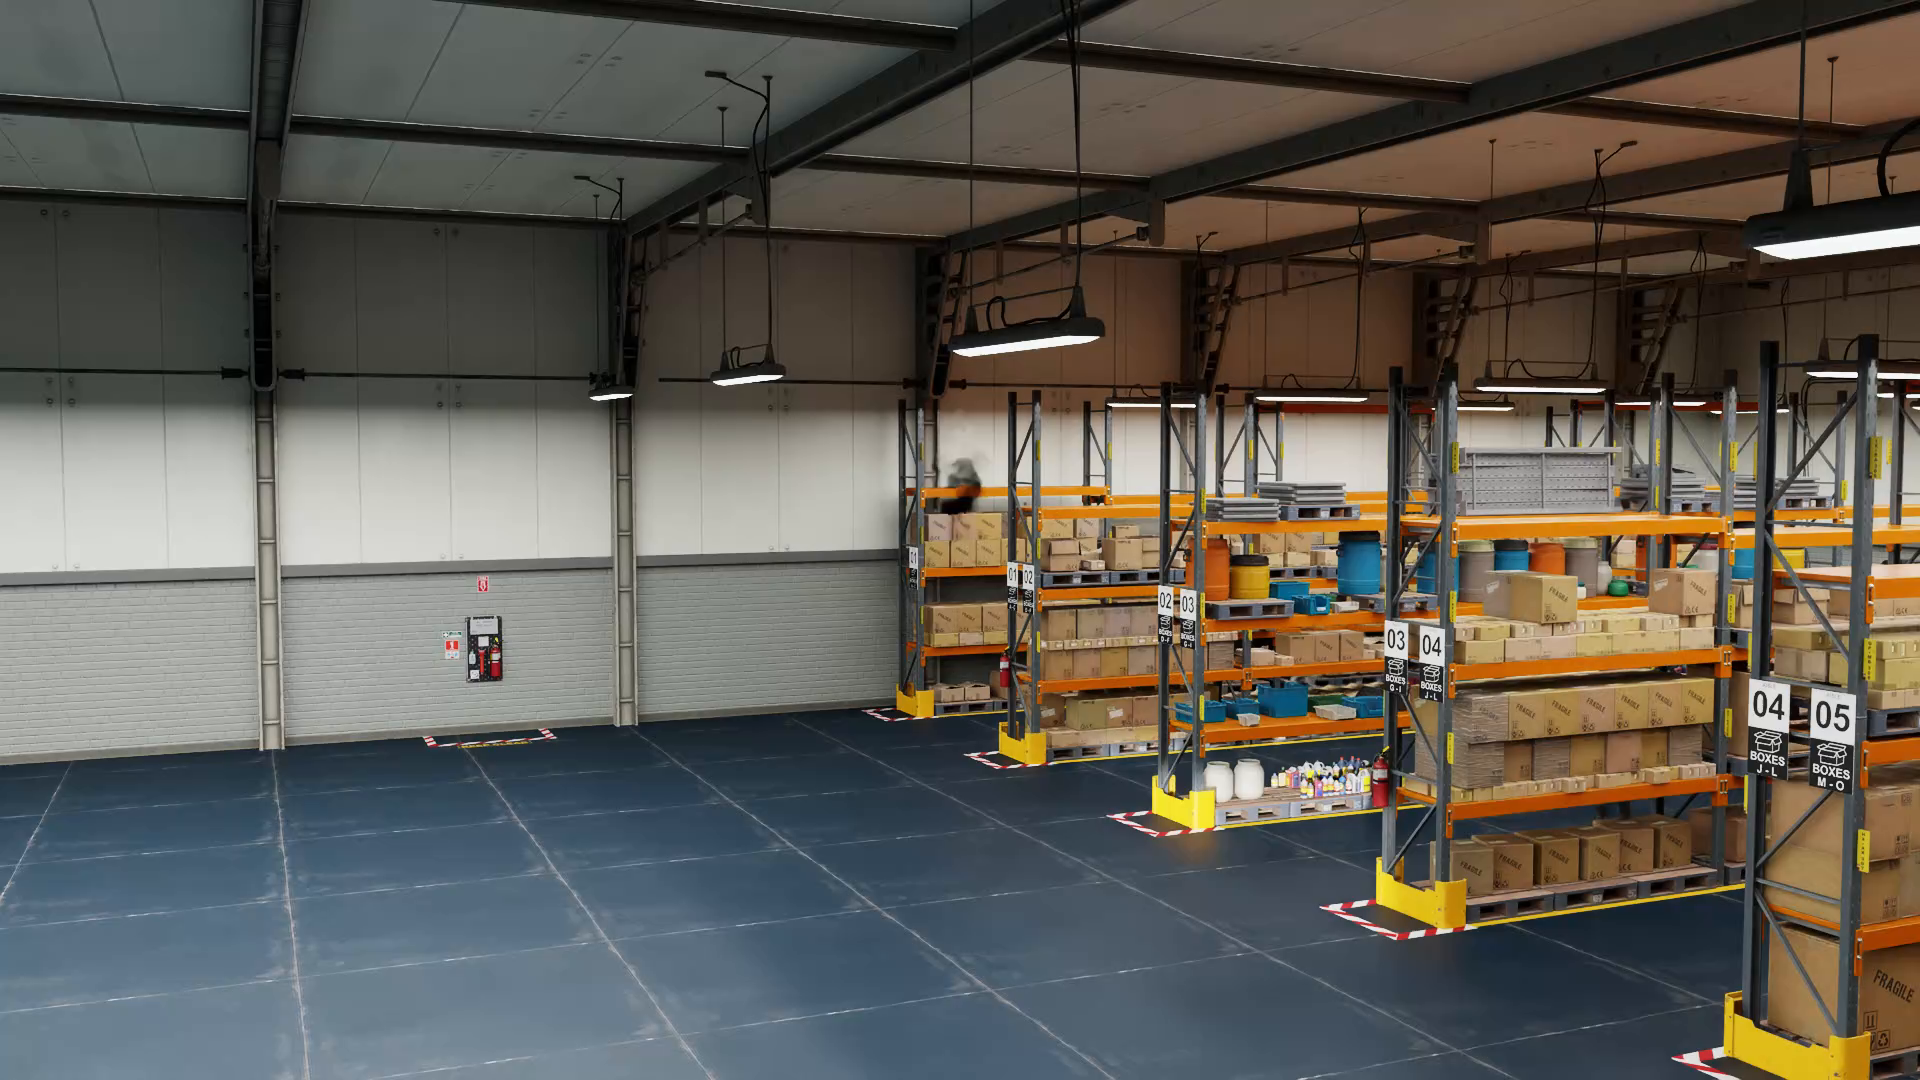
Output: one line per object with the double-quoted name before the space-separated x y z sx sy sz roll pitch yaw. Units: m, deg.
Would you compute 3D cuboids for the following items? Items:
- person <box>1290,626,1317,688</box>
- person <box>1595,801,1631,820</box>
"person" 6.571 2.426 31.518 0.803 1.850 0.633 -2 4 -26
"person" 8.751 3.043 22.317 0.726 1.707 0.552 -2 4 -36
